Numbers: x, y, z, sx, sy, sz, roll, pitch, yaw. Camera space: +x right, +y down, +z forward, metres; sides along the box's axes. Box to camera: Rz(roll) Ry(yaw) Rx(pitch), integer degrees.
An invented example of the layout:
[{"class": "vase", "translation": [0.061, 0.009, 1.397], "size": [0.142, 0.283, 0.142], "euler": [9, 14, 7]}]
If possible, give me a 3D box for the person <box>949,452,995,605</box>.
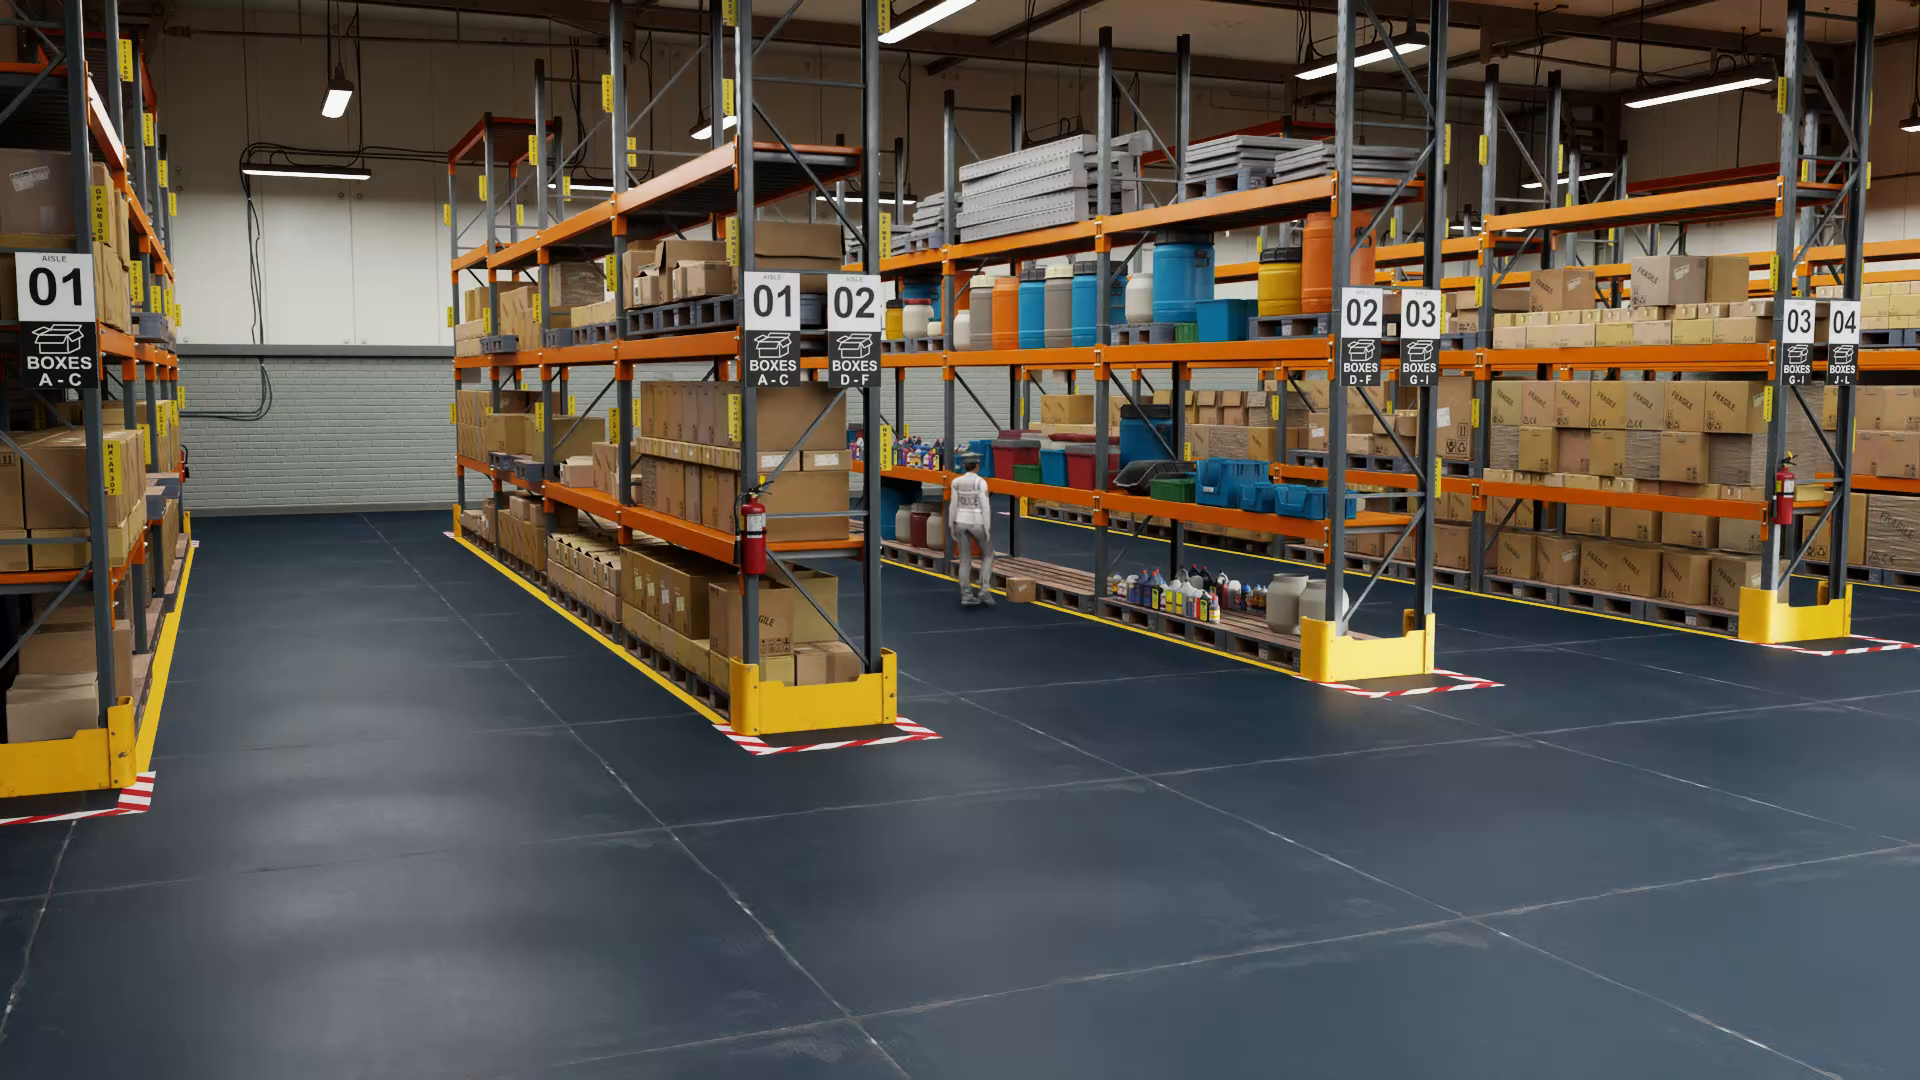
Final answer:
[{"class": "person", "translation": [0.135, -0.108, 18.192], "size": [0.490, 1.704, 0.414], "euler": [2, 6, 22]}]
